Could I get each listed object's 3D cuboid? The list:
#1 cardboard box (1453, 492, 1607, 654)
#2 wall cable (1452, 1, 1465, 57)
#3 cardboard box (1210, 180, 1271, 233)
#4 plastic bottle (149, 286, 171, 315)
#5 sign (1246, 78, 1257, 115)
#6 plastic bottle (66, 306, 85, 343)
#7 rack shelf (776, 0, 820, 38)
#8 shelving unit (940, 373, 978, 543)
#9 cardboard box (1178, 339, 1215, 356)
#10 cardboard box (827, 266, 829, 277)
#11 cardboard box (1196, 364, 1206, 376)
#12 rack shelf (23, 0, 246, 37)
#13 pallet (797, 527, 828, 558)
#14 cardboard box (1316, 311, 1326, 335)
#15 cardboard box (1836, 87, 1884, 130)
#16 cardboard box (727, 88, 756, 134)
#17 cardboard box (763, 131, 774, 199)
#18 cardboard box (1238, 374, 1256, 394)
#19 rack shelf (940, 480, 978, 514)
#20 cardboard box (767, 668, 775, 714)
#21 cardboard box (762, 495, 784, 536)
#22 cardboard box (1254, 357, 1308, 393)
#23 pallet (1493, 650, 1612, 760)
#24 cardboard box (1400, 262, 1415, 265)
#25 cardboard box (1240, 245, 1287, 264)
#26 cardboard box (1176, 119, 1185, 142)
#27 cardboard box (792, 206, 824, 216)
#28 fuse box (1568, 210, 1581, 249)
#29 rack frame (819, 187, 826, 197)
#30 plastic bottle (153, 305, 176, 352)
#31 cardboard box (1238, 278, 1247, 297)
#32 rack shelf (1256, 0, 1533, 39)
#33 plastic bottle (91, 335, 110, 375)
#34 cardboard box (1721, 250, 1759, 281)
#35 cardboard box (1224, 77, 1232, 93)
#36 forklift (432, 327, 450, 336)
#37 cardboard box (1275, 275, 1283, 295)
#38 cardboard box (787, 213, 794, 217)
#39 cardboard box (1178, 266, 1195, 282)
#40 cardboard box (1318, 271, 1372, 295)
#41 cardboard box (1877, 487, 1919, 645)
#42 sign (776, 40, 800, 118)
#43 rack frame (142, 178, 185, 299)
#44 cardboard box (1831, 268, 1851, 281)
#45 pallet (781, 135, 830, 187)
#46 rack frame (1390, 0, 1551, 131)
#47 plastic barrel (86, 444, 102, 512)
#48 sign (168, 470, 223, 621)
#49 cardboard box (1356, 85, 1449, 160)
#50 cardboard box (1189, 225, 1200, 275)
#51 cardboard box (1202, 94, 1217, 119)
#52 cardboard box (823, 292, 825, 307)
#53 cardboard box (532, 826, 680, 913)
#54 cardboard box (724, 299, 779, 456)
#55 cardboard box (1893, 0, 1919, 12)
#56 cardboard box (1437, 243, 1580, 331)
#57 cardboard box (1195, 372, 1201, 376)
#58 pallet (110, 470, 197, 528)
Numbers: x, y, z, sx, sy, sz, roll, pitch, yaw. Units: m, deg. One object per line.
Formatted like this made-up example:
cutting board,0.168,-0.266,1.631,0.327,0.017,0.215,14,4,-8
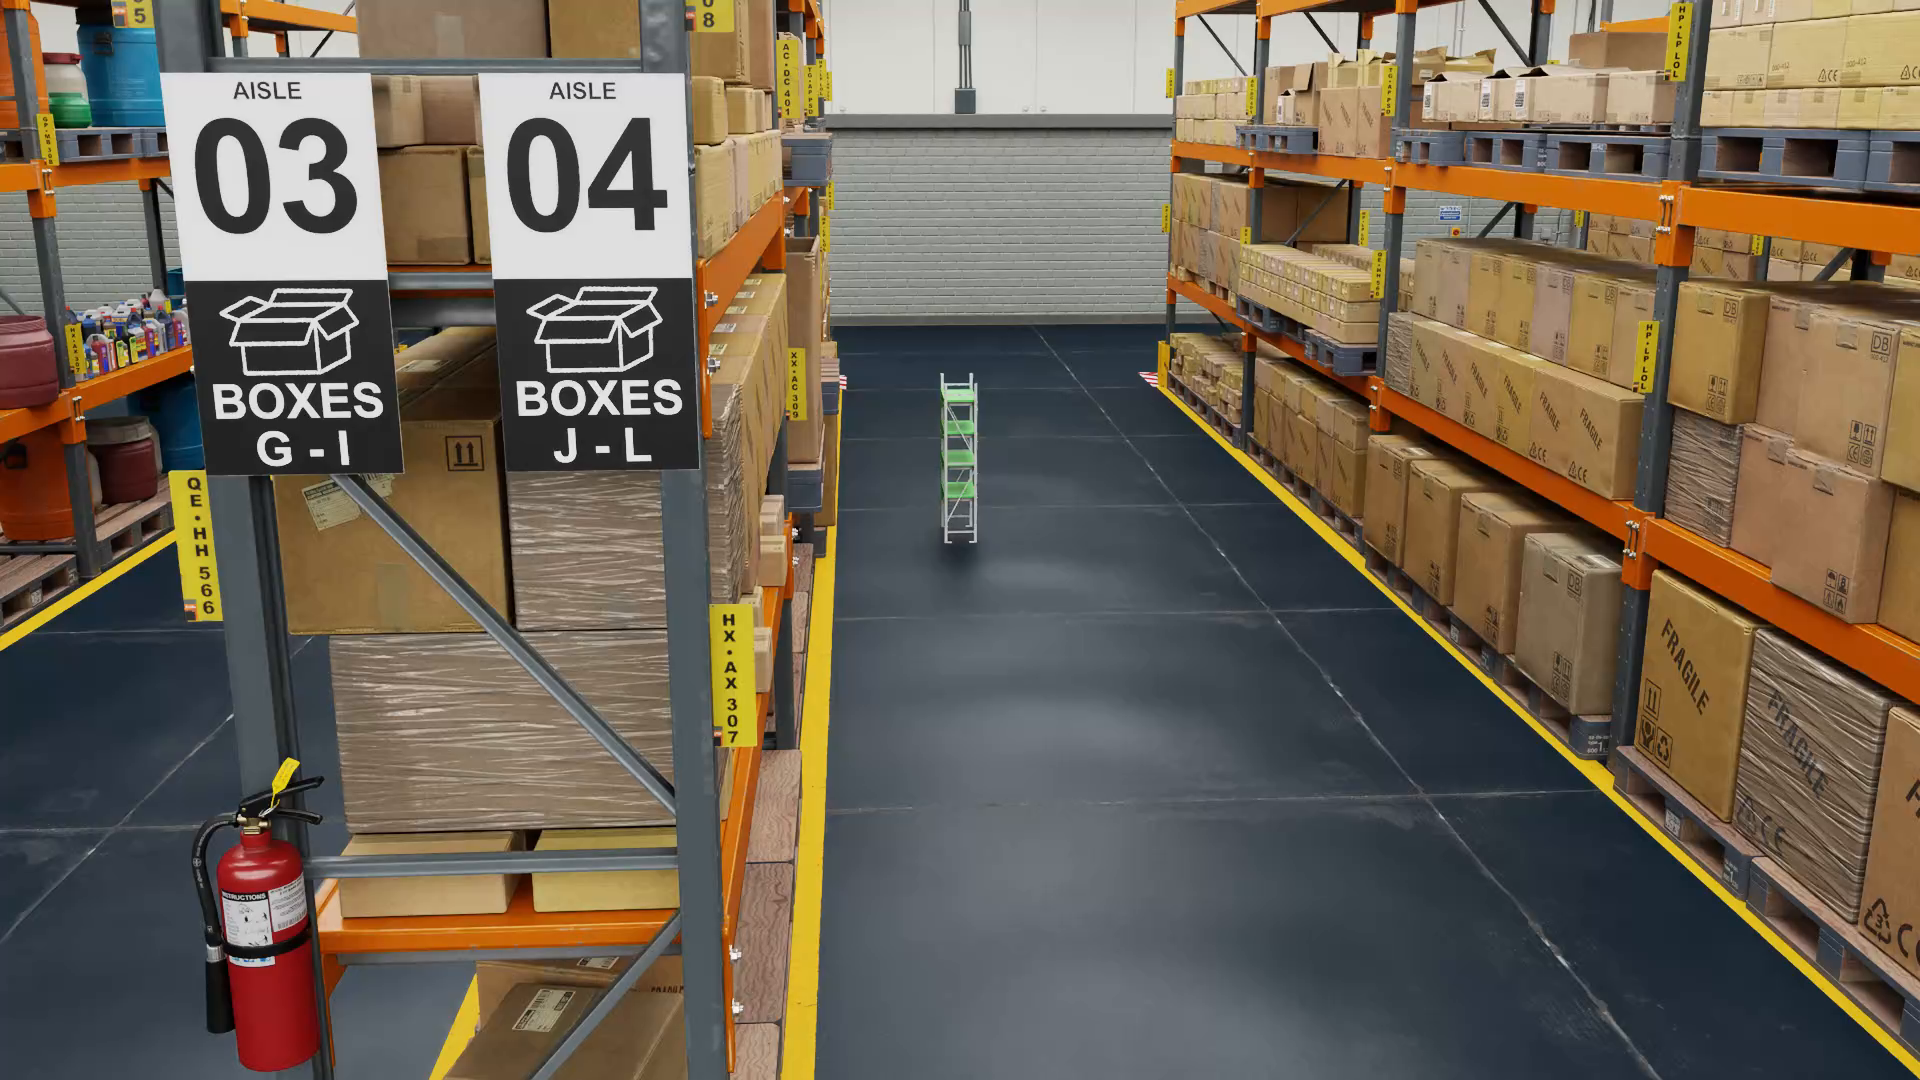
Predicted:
cardboard box,3.487,0.171,9.514,1.050,0.750,0.750,-1,14,-3
wall cable,7.229,-7.724,24.486,0.463,3.000,0.029,-1,14,-3
cardboard box,2.822,-3.357,16.750,0.500,0.500,0.500,-1,14,-2
plastic bottle,-7.024,-2.057,14.602,0.144,0.351,0.185,-1,14,-3
sign,2.635,-4.004,15.013,0.100,0.325,0.005,-1,14,-3
plastic bottle,-6.986,-1.663,13.068,0.144,0.351,0.185,-1,14,-3
rack shelf,-1.657,-4.126,12.750,1.077,0.370,4.000,-1,14,-3
shelving unit,-0.010,-0.622,12.537,0.258,1.200,0.503,-1,14,-3
cardboard box,2.646,-2.150,18.549,0.380,0.149,0.250,-1,14,-4
cardboard box,-1.660,-2.985,18.613,0.380,0.149,0.250,-1,14,-3
cardboard box,2.787,-1.881,18.097,0.380,0.149,0.250,-2,15,-6
rack shelf,-6.601,-4.050,12.453,1.077,0.370,4.000,-1,14,-3
pallet,-1.507,-0.112,12.539,1.003,0.211,1.213,-1,14,-3
cardboard box,2.904,-1.640,12.542,0.380,0.149,0.250,-1,14,-2
cardboard box,3.420,-1.556,5.996,0.380,0.149,0.250,-1,14,-4
cardboard box,-0.890,-1.440,5.583,0.380,0.149,0.250,0,14,-1
cardboard box,-0.975,-1.411,6.273,0.500,0.250,0.500,-1,14,-2
cardboard box,2.894,-1.507,16.048,0.380,0.149,0.250,0,14,-2
rack shelf,-0.010,-0.328,12.613,0.258,0.148,0.480,-1,14,-3
cardboard box,-1.302,0.574,8.410,0.700,0.500,0.500,-2,15,-8
cardboard box,-0.979,-0.100,7.400,0.380,0.149,0.250,-1,14,-3
cardboard box,2.958,-1.480,14.927,0.500,0.250,0.500,-2,15,-6
pallet,3.548,0.838,8.847,1.003,0.211,1.213,-1,14,-3
cardboard box,3.505,-2.132,13.258,0.380,0.149,0.250,0,14,-2
cardboard box,2.741,-2.576,14.988,0.380,0.149,0.250,0,14,-1
cardboard box,2.701,-4.571,18.553,0.500,0.250,0.500,0,14,-1
cardboard box,-1.615,-3.070,16.637,0.500,0.500,0.500,-1,14,-5
fuse box,9.595,-4.182,25.347,0.539,1.711,0.414,-1,14,-3
rack frame,-2.029,-3.255,19.158,1.000,3.000,0.127,-1,14,-3
plastic bottle,-6.273,-1.662,13.067,0.144,0.351,0.185,-1,14,-3
cardboard box,2.741,-2.288,15.062,0.380,0.149,0.250,-2,15,-6
rack shelf,3.300,-4.178,12.950,1.077,0.370,4.000,-1,14,-3
plastic bottle,-6.156,-1.328,11.900,0.061,0.283,0.133,-1,14,-3
cardboard box,7.826,-2.573,16.306,0.500,0.500,0.500,-1,14,-3
cardboard box,2.811,-4.460,16.317,0.380,0.149,0.250,-1,15,-6
forklift,-3.437,-1.478,12.390,1.130,2.935,3.031,-1,14,-2
cardboard box,2.827,-2.106,13.757,0.380,0.149,0.250,-1,14,-4
cardboard box,-1.702,-2.465,13.873,0.797,0.503,0.637,-1,14,-3
cardboard box,2.641,-2.969,18.549,0.380,0.149,0.250,-1,14,-5
cardboard box,2.906,-1.929,12.472,0.380,0.149,0.250,0,14,-2
cardboard box,3.812,0.100,5.818,0.875,0.550,0.500,-1,14,-3
sign,-0.744,-1.984,7.160,0.100,0.325,0.005,-1,14,-3
rack frame,-6.724,-2.184,14.994,1.000,3.000,0.127,-1,14,-3
cardboard box,7.921,-2.214,14.408,0.500,0.250,0.500,-1,14,-3
pallet,-1.217,-1.788,7.811,1.213,0.211,1.003,-1,14,-3
rack frame,3.424,-4.222,10.877,1.000,3.000,0.127,-1,14,-3
plastic barrel,-6.648,-0.448,12.398,0.421,0.512,0.421,0,14,0
sign,-1.593,0.014,3.495,0.100,0.325,0.005,-1,14,-3
cardboard box,3.135,-2.956,11.775,0.500,0.500,0.500,-1,14,-3
cardboard box,2.756,-3.128,17.868,0.500,0.500,0.500,-1,14,-3
cardboard box,2.781,-4.434,17.018,0.500,0.250,0.500,-1,14,-6
cardboard box,-1.484,-2.283,15.882,0.380,0.149,0.250,-1,14,-5
cardboard box,-0.817,0.771,4.013,0.380,0.149,0.250,-1,14,-3
cardboard box,-0.921,-0.591,5.999,0.500,0.500,0.500,-1,14,-3
cardboard box,3.435,-1.879,5.649,0.380,0.149,0.250,-1,14,-4
cardboard box,3.474,-1.612,10.565,0.700,0.500,0.500,-1,14,-4
cardboard box,2.778,-1.741,18.153,0.380,0.149,0.250,-1,14,-3
pallet,-6.640,-0.337,13.411,1.003,0.211,1.213,-1,14,-3
